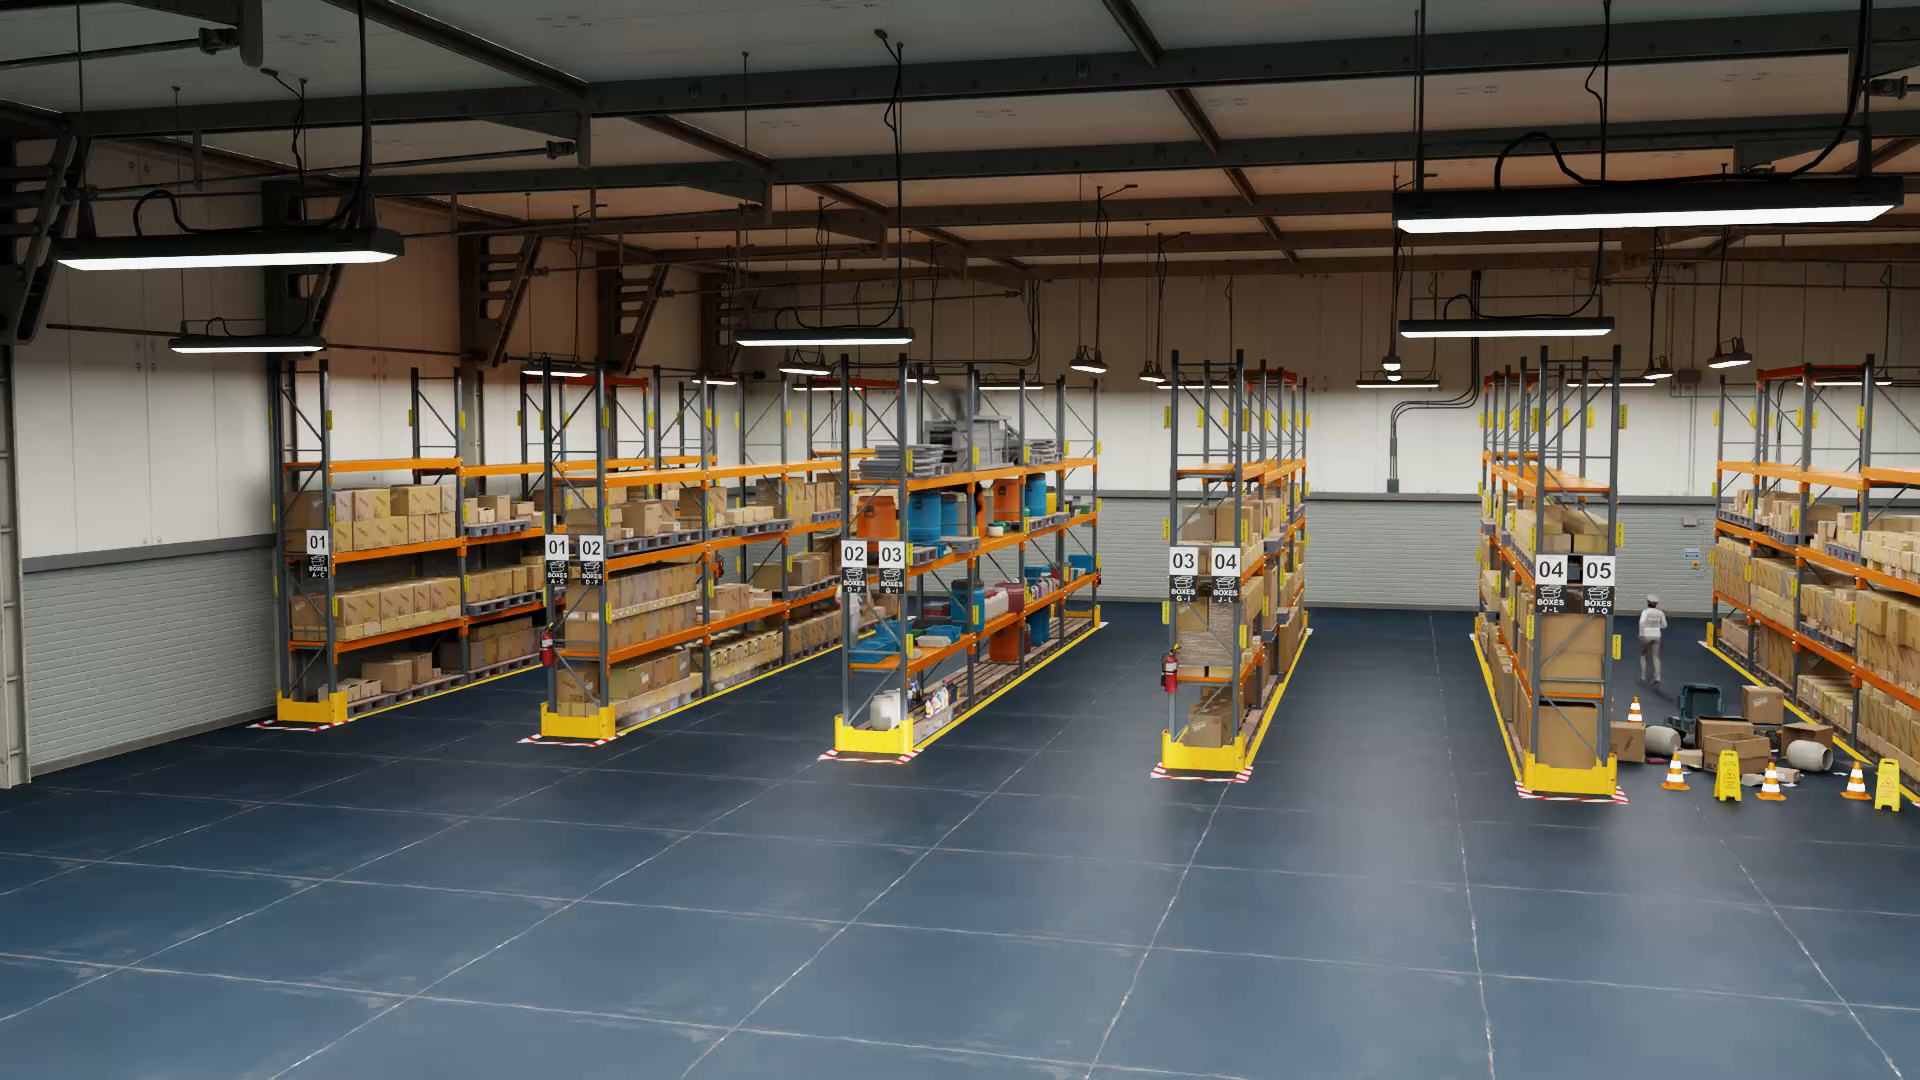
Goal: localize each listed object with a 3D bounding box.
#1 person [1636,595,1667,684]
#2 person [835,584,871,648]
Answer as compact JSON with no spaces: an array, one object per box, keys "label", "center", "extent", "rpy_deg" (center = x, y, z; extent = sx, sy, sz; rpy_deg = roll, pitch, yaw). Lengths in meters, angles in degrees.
[{"label":"person","center":[13.012,1.909,31.282],"extent":[0.598,1.730,0.779],"rpy_deg":[0,4,6]},{"label":"person","center":[-2.158,1.517,32.963],"extent":[0.670,1.905,0.753],"rpy_deg":[1,4,13]}]
